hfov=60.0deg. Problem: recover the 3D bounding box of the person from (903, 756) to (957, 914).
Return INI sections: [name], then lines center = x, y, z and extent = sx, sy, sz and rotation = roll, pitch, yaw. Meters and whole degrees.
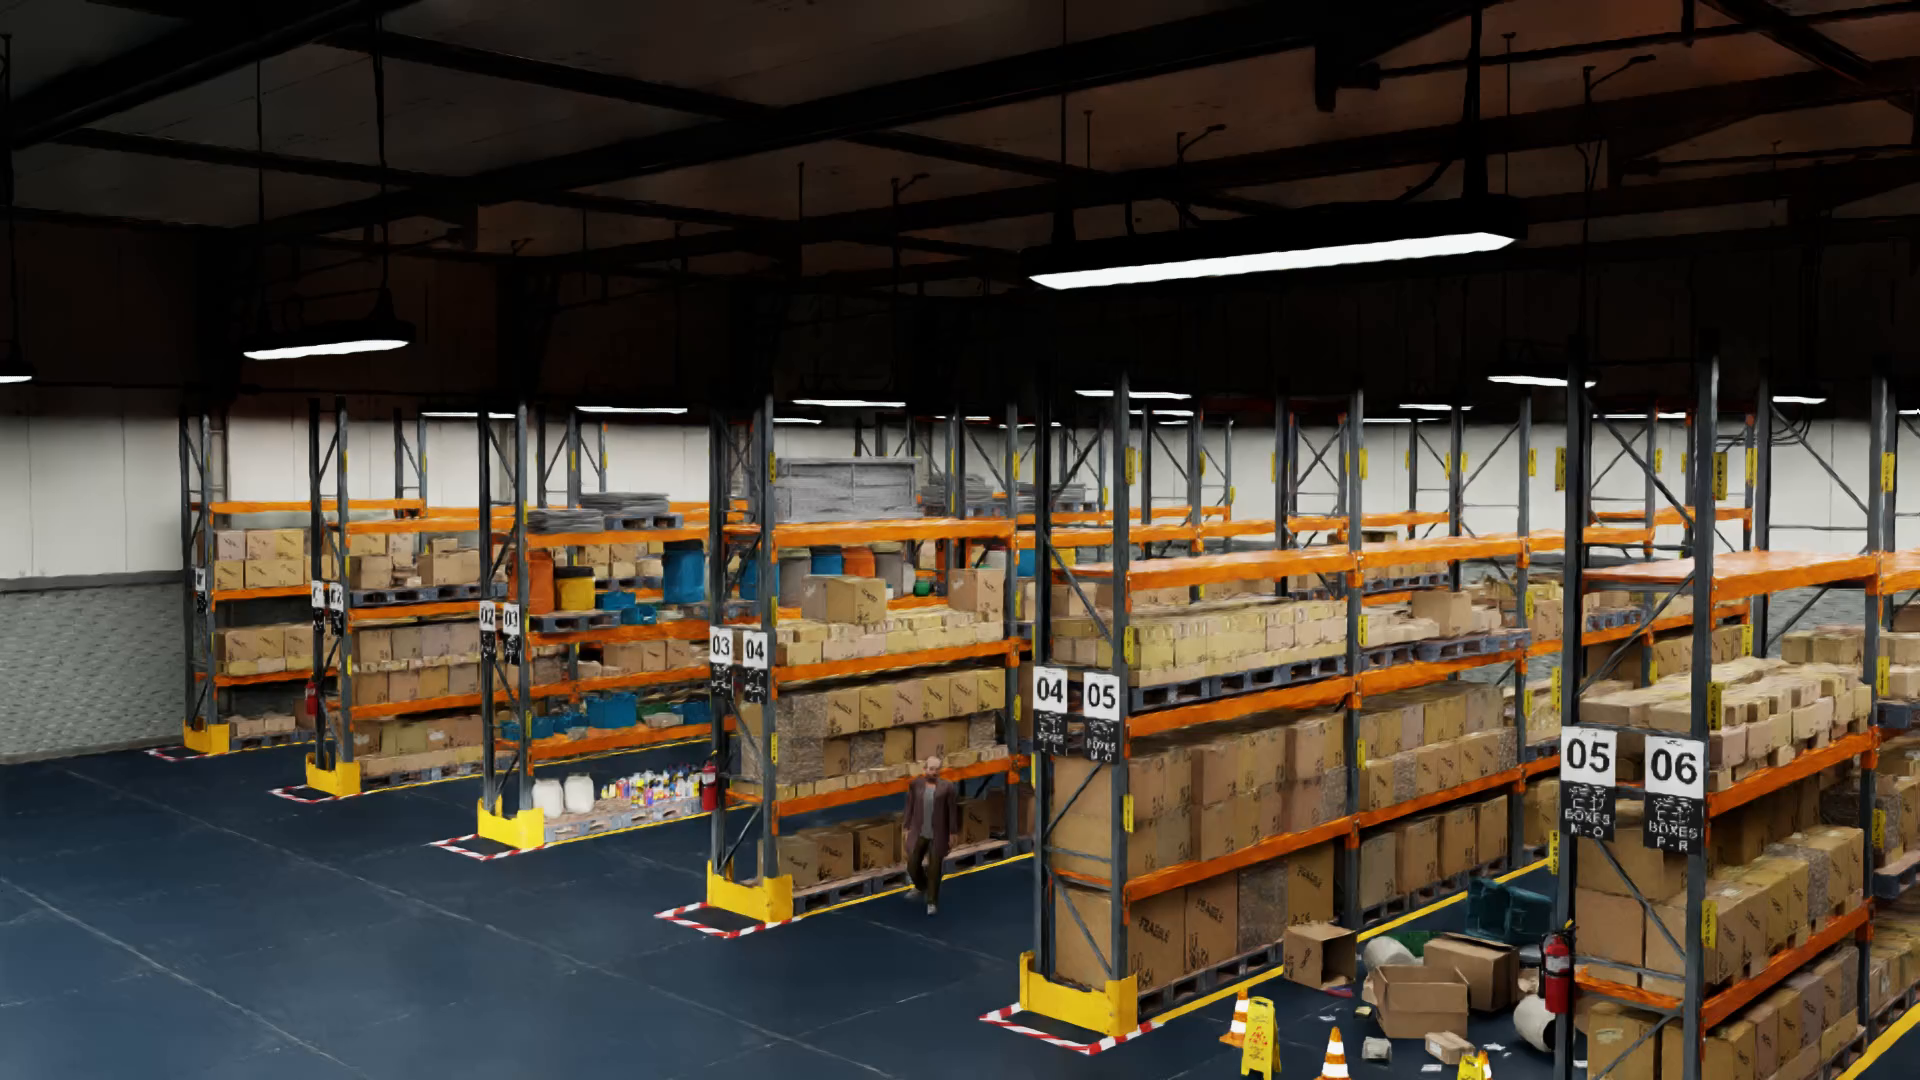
[person]
center = -0.335, 3.293, 18.758
extent = 0.627, 1.773, 0.578
rotation = 0, 3, 9
